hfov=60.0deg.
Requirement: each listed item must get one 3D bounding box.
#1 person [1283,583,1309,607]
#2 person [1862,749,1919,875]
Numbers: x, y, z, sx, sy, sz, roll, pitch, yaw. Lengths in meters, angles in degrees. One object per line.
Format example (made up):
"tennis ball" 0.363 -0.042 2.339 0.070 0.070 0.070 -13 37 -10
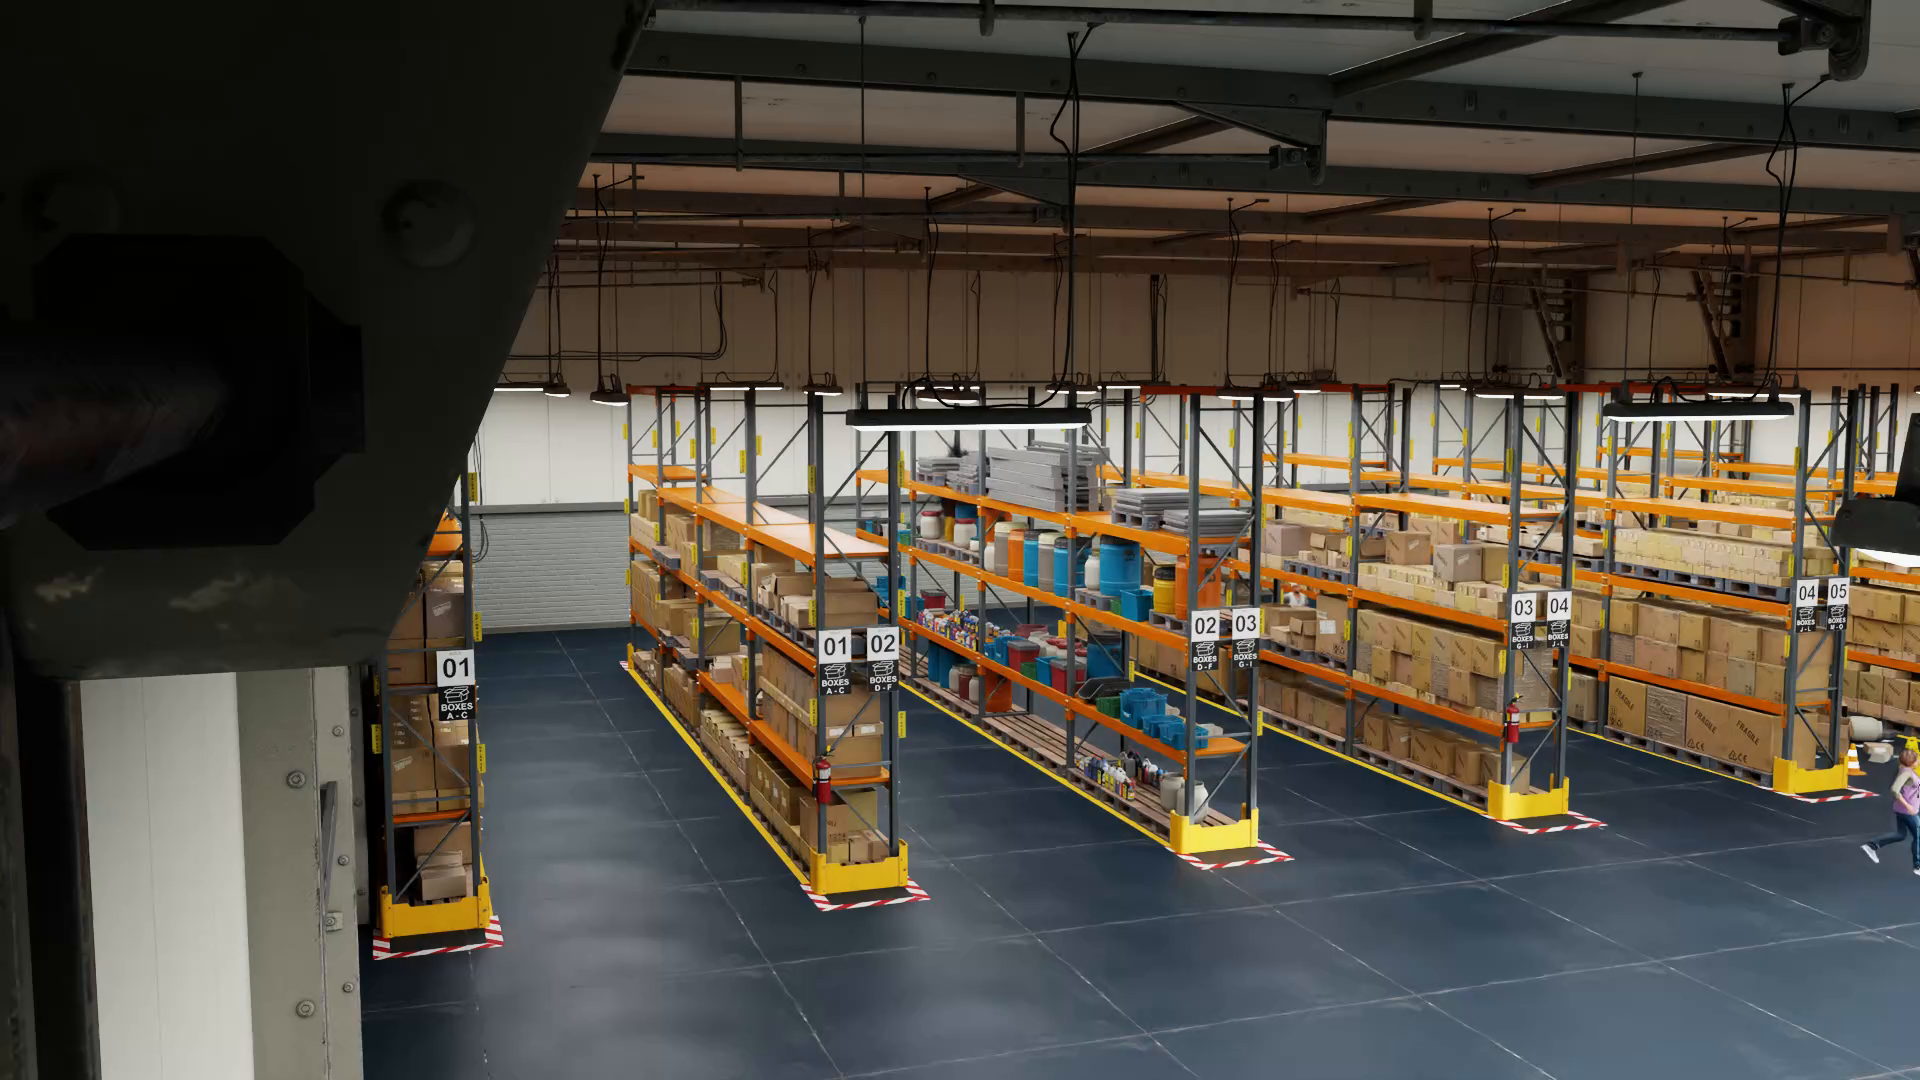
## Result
"person" 7.248 1.756 35.821 0.648 1.784 0.695 -2 6 -21
"person" 11.783 3.391 20.773 0.855 1.586 0.559 3 7 26
